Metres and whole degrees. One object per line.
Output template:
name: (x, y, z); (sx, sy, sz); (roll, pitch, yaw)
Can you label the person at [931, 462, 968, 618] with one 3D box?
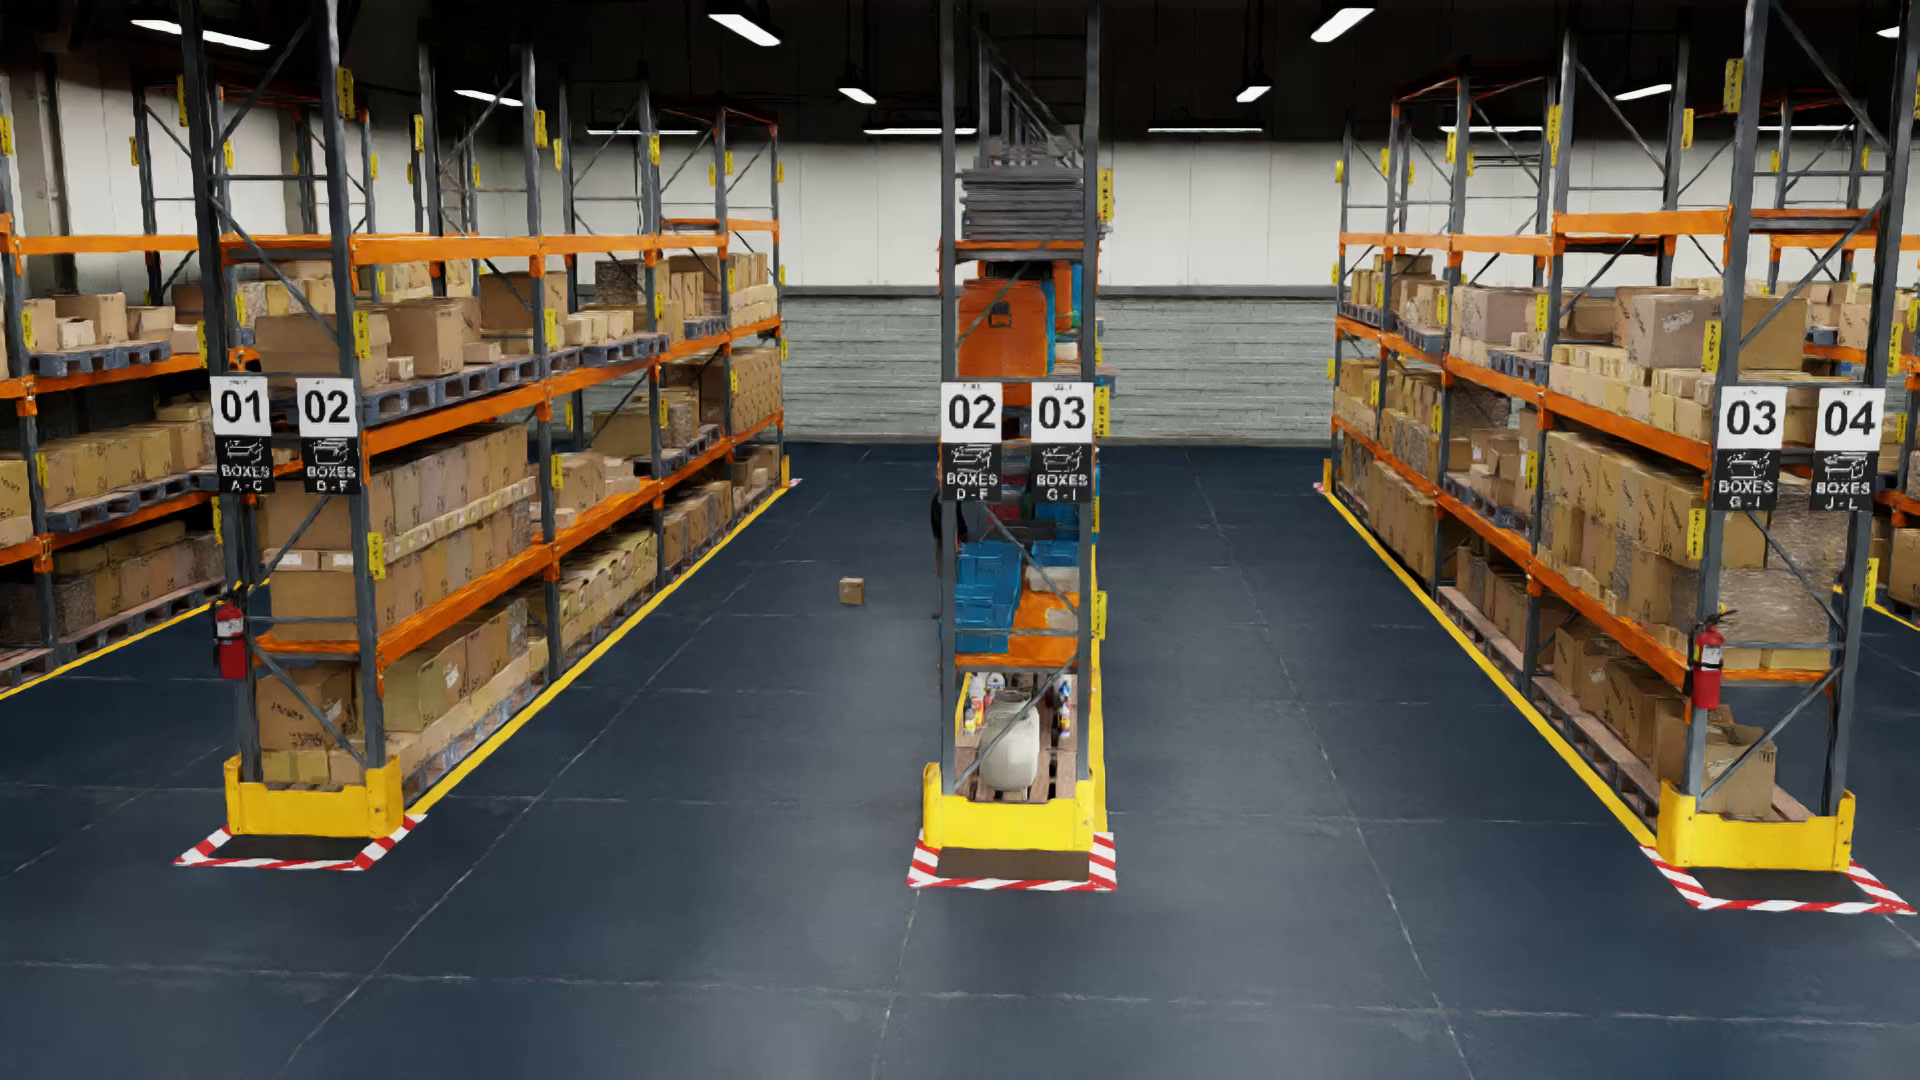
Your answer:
person: (-0.121, -0.017, 18.168); (0.569, 1.670, 0.662); (-4, 11, -19)
